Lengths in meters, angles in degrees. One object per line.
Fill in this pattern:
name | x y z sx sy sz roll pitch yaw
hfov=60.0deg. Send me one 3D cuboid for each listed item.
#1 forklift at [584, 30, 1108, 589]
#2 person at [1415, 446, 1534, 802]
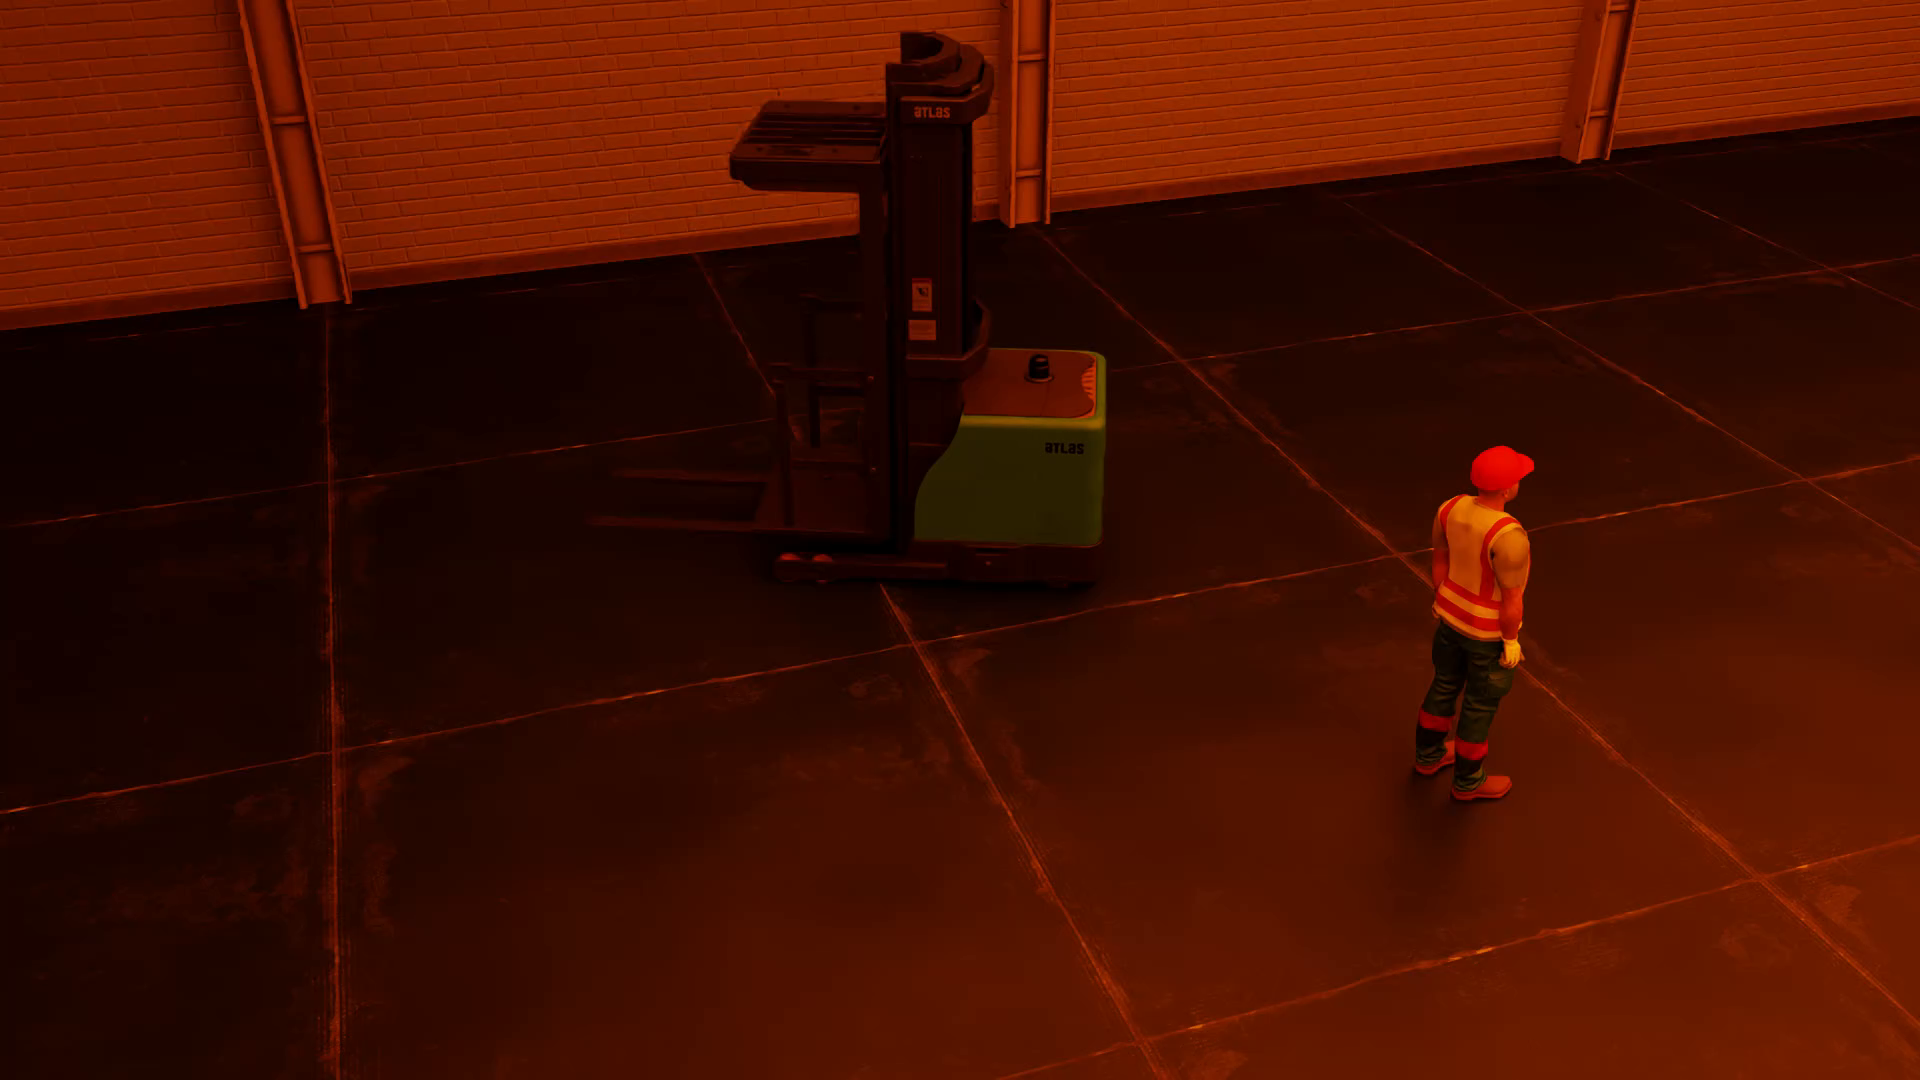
forklift | -0.669 -1.278 9.309 3.031 2.935 1.130 2 30 4
person | 2.371 0.371 7.588 0.381 1.794 0.526 -16 33 -25
